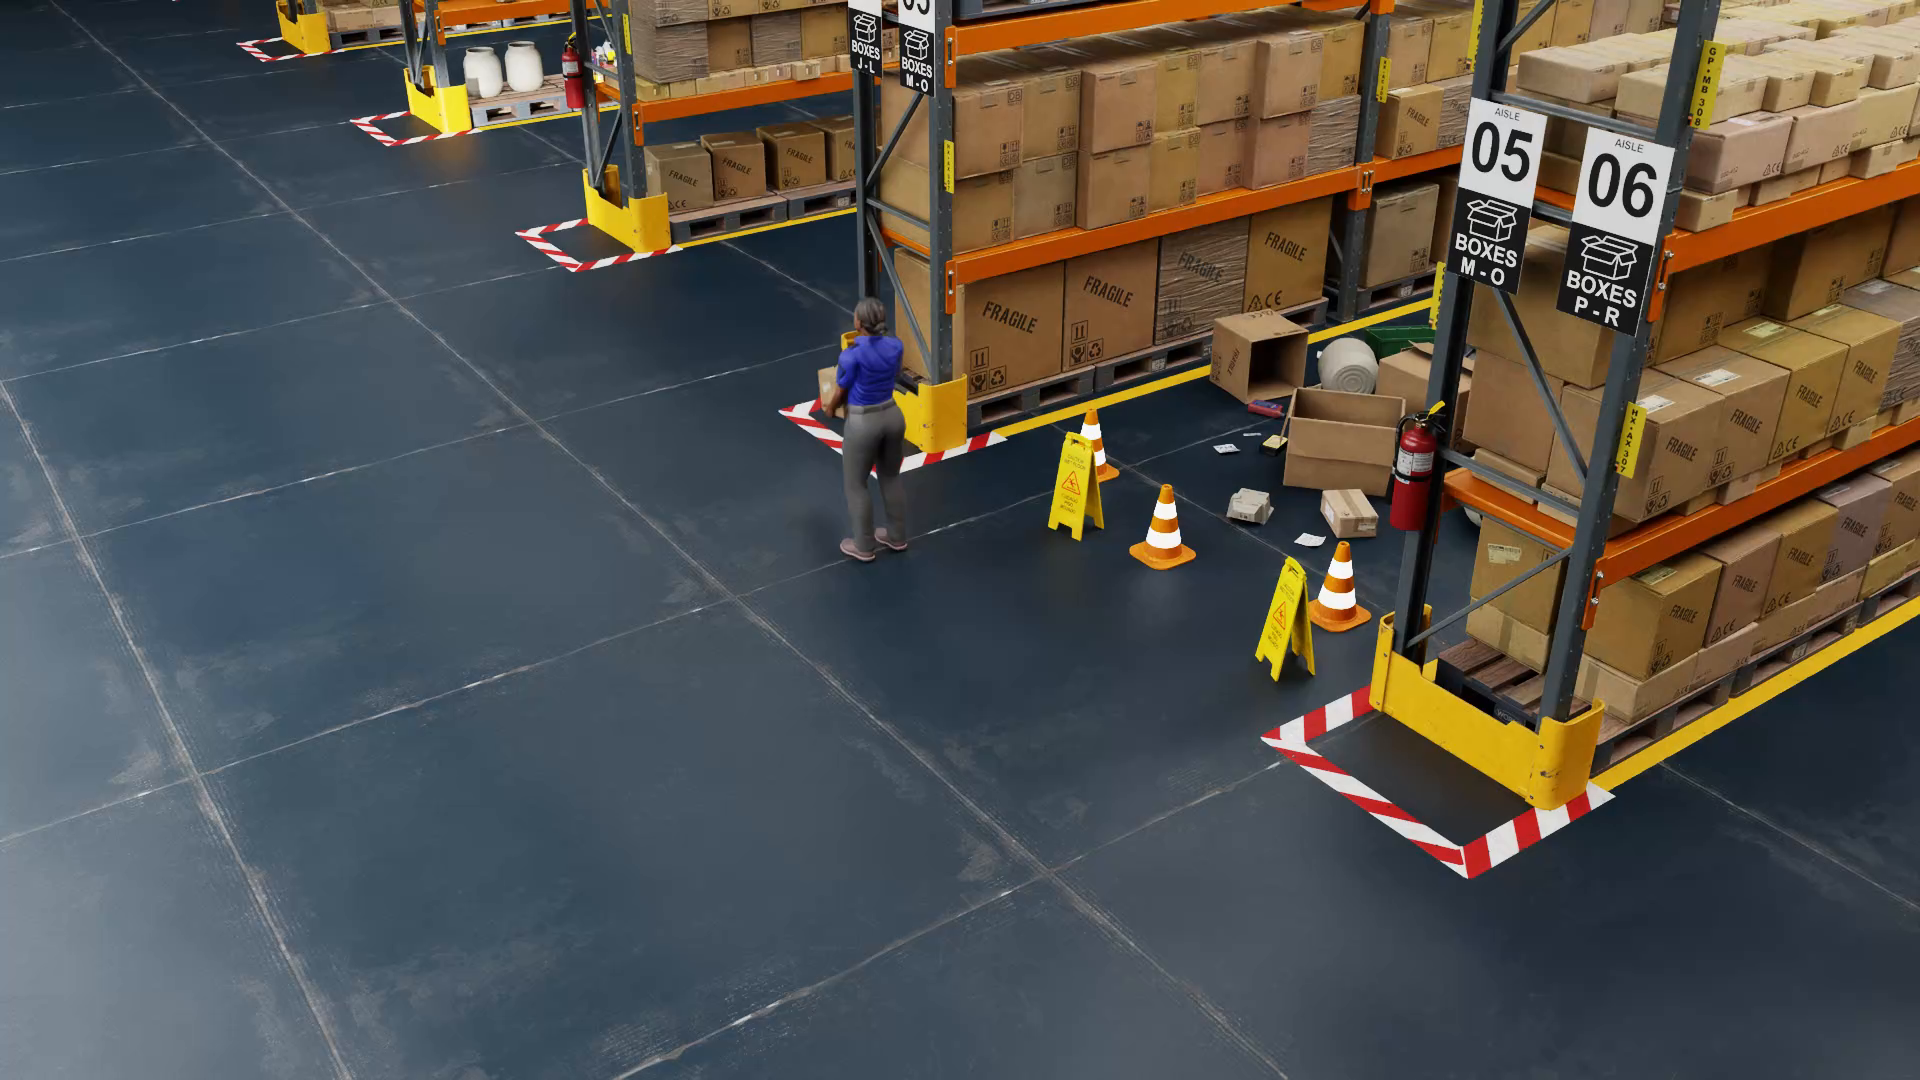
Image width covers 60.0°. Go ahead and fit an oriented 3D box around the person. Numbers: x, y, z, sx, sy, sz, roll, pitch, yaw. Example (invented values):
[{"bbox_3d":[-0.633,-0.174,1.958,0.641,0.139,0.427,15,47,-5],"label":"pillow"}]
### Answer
[{"bbox_3d":[-0.570,-0.696,9.907,0.441,1.656,0.502,-19,34,-31],"label":"person"}]
